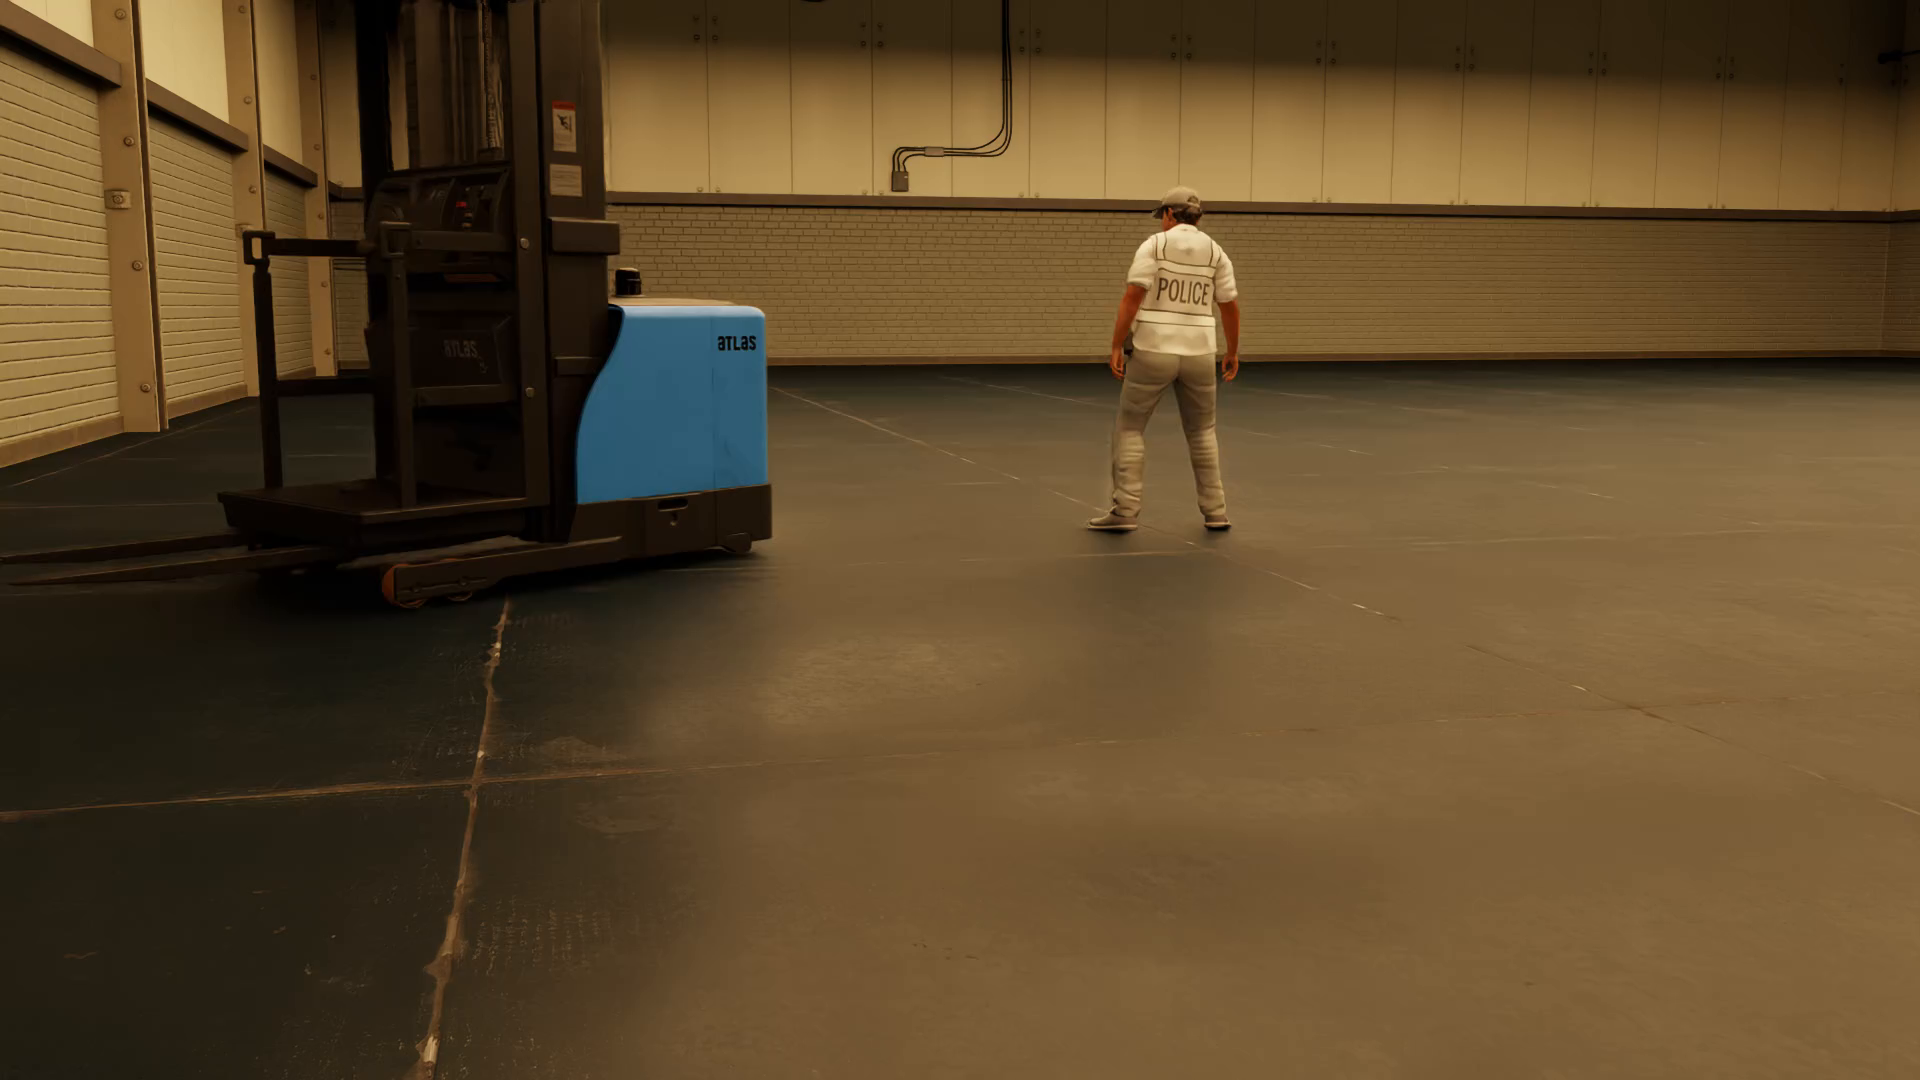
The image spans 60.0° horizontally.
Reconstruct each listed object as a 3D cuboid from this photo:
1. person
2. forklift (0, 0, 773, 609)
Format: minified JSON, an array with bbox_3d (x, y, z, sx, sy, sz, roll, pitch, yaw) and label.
[{"bbox_3d":[1.018,-0.867,8.001,0.752,1.655,0.418,-2,8,-13],"label":"person"},{"bbox_3d":[-2.169,-1.283,6.301,1.130,2.935,3.031,7,11,41],"label":"forklift"}]
